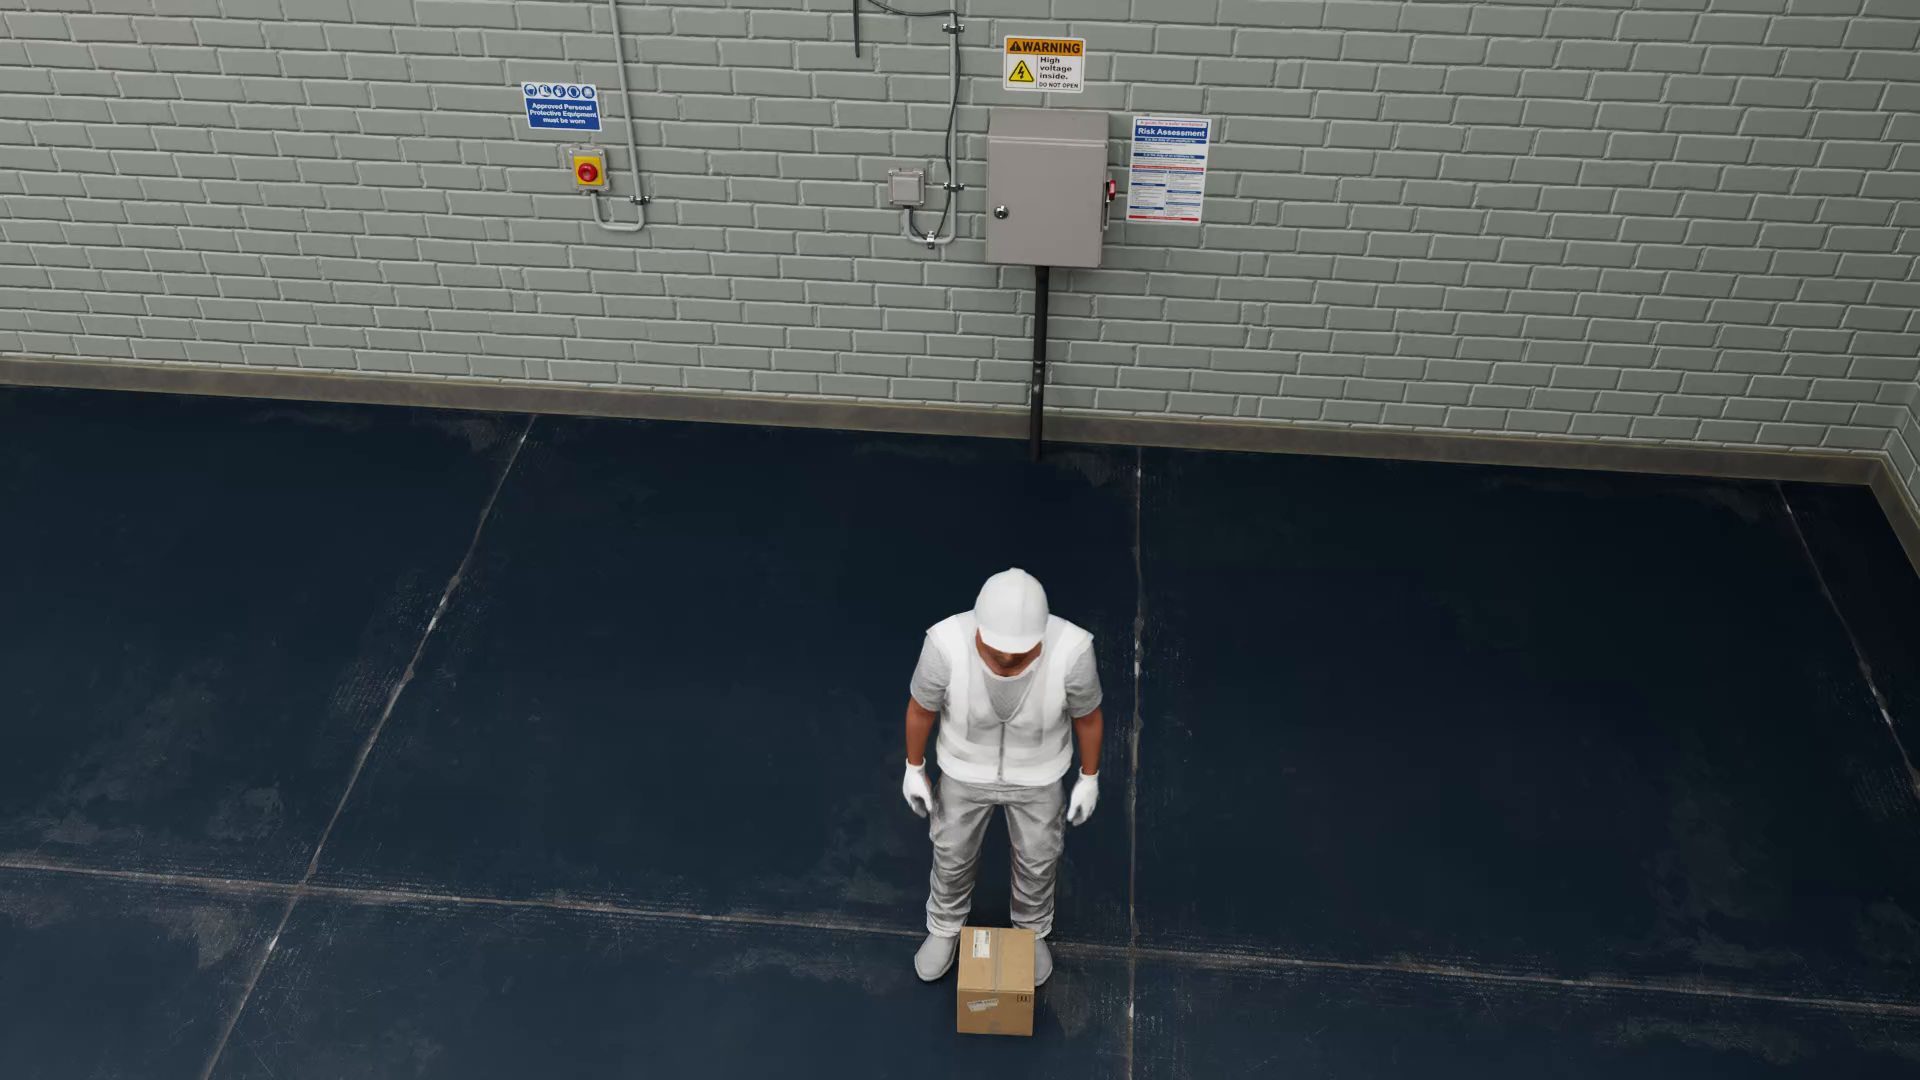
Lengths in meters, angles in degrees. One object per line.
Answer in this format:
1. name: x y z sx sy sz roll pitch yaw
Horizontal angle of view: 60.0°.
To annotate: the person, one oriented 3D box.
1. person: 0.131 0.746 5.250 0.624 1.774 0.454 3 40 3
